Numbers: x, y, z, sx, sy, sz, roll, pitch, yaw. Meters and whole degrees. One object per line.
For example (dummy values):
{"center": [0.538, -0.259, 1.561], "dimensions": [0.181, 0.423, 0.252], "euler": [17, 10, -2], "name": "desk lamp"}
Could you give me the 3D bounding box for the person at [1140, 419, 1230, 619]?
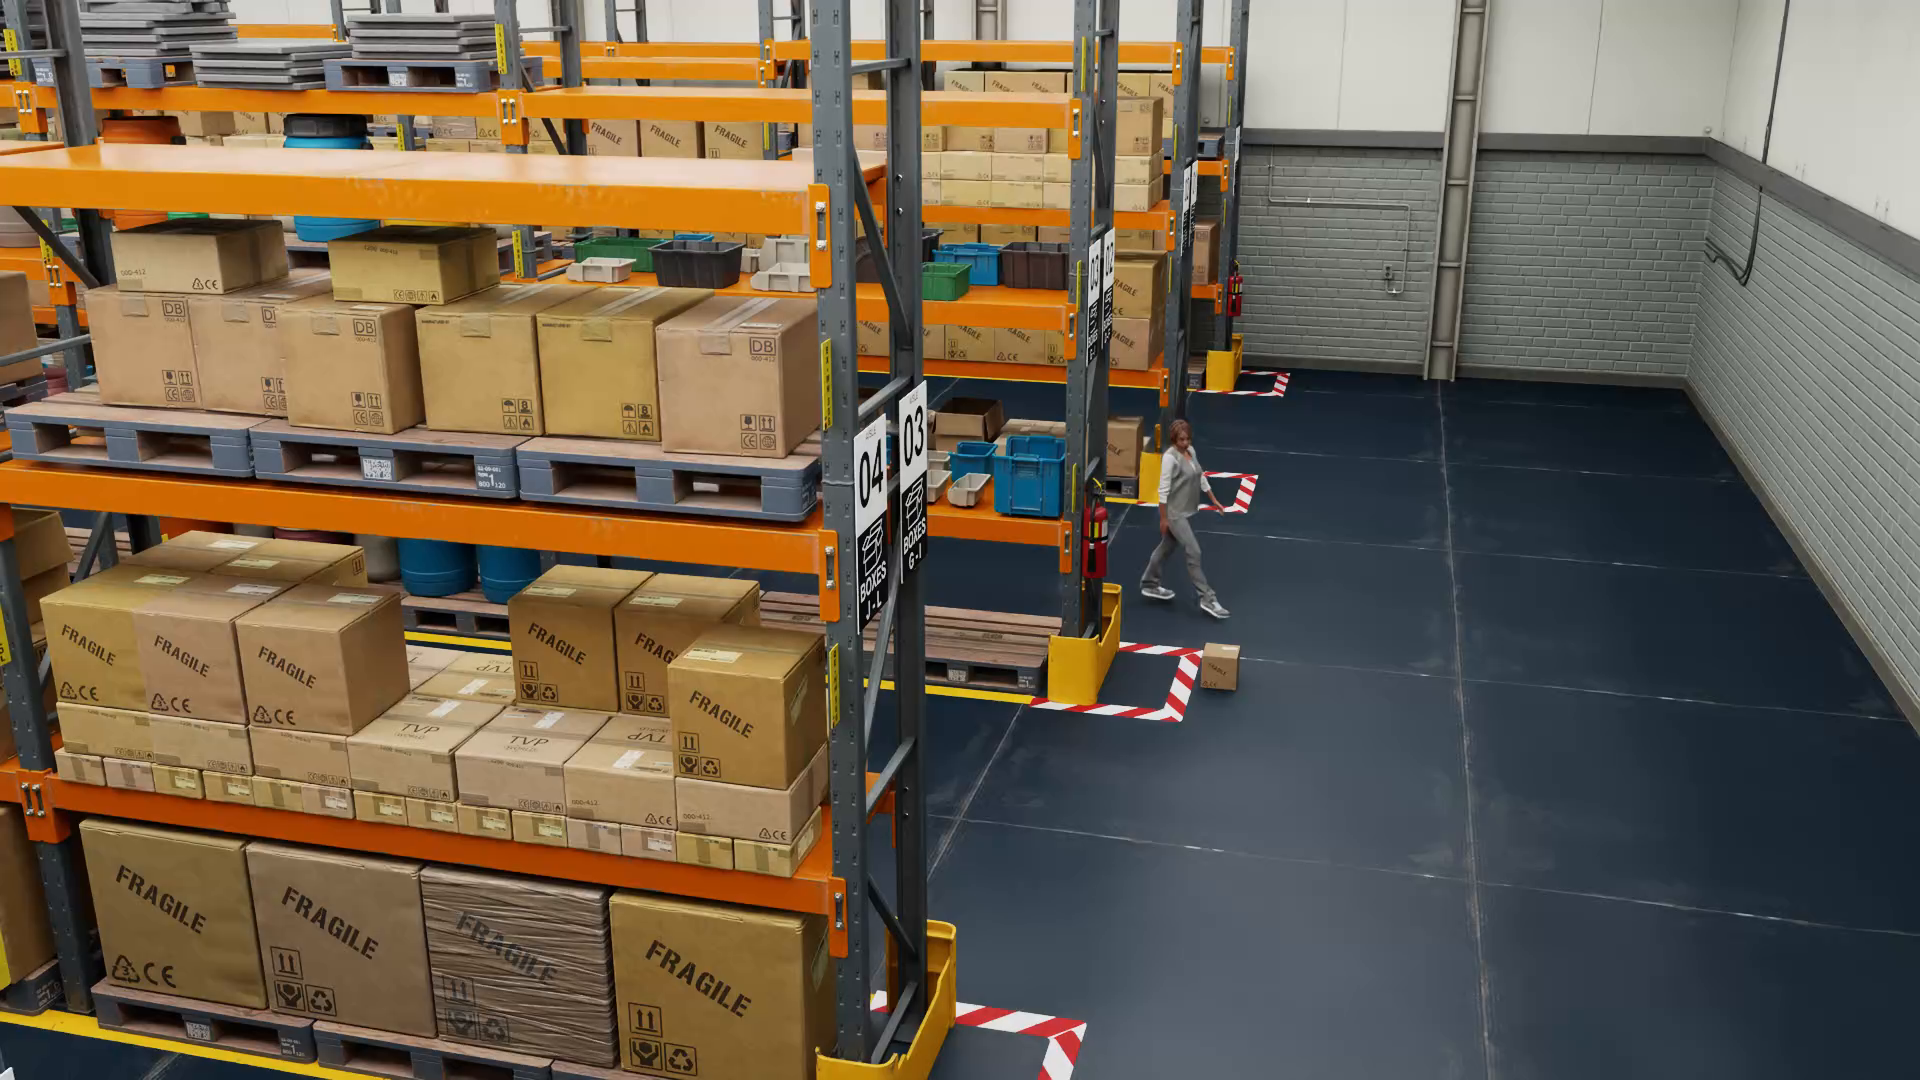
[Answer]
{"center": [1.834, -0.203, 13.262], "dimensions": [0.808, 1.579, 0.538], "euler": [12, 22, 32], "name": "person"}
